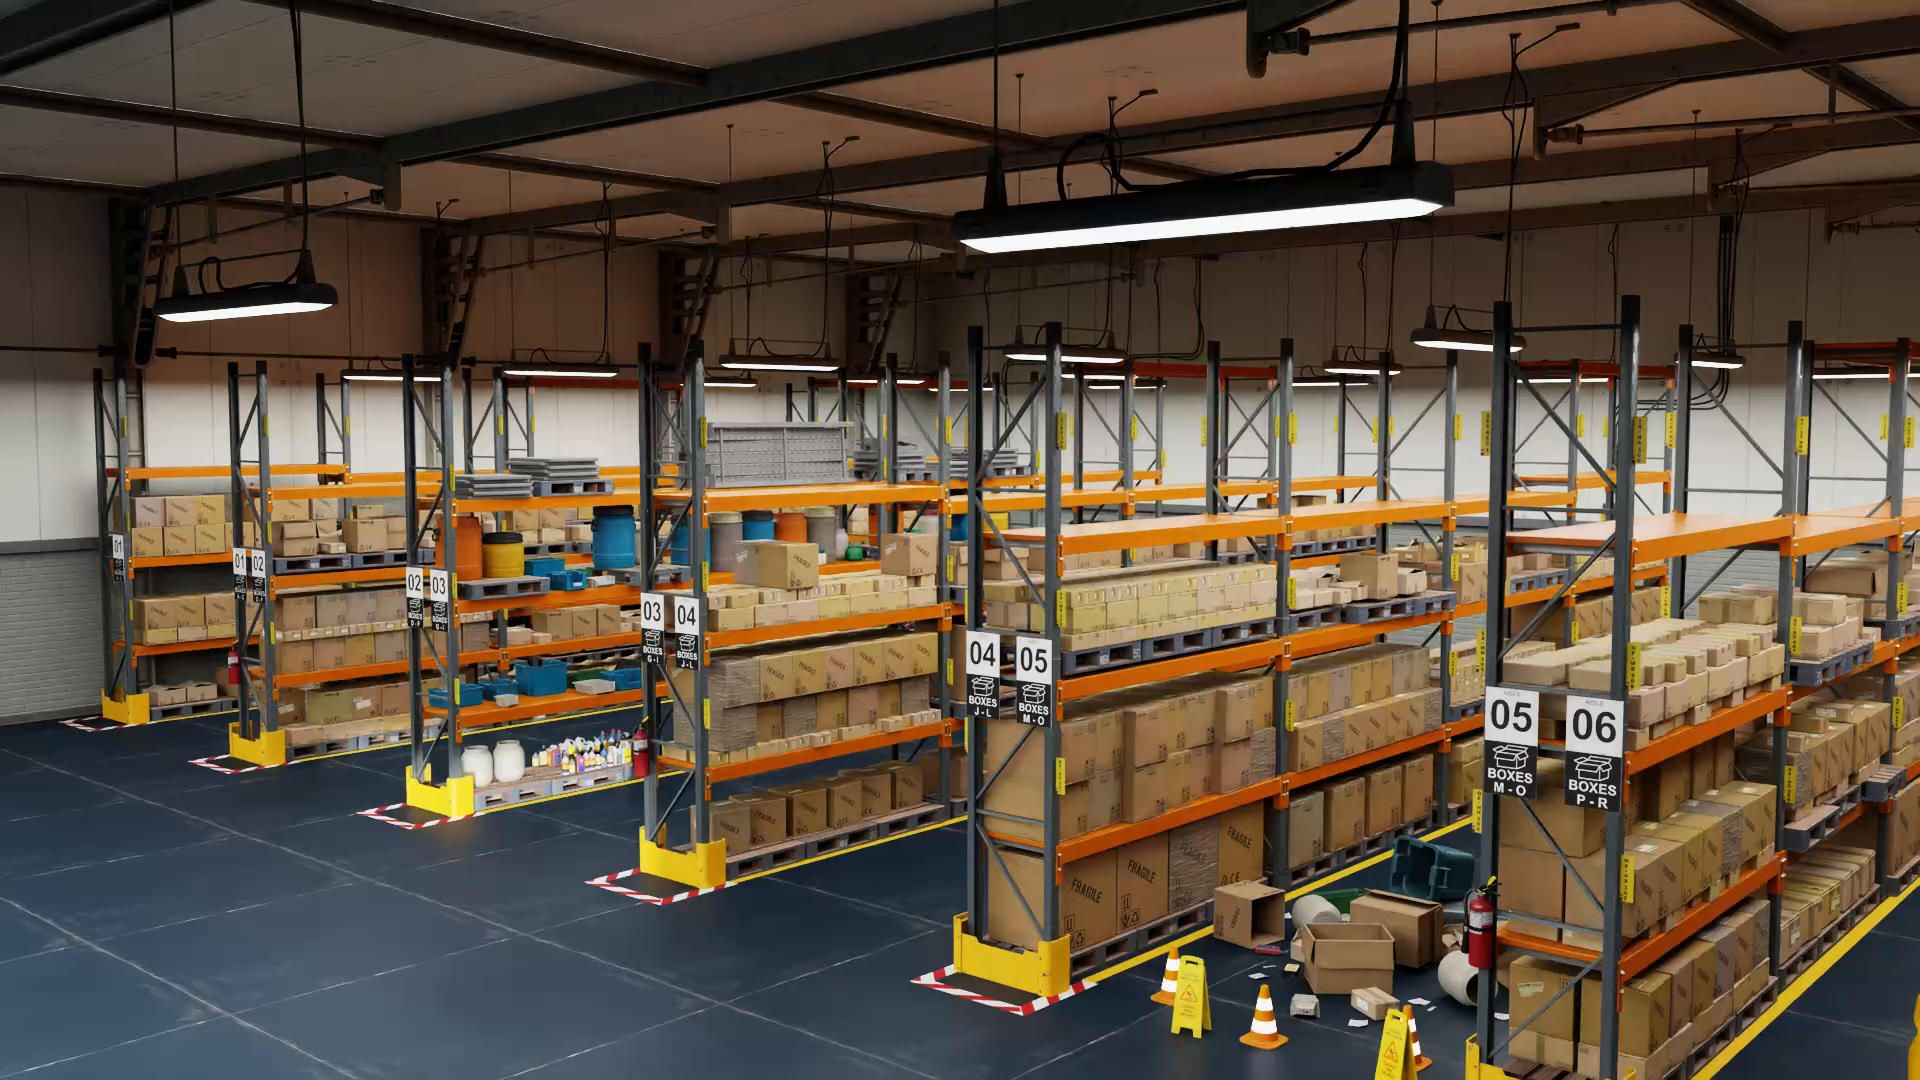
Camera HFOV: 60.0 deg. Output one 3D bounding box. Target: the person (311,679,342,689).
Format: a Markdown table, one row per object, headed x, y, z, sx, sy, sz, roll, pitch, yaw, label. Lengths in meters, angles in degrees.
| x | y | z | sx | sy | sz | roll | pitch | yaw | label |
| --- | --- | --- | --- | --- | --- | --- | --- | --- | --- |
| -10.954 | 2.225 | 28.837 | 0.605 | 1.666 | 0.684 | 4 | 6 | 43 | person |
